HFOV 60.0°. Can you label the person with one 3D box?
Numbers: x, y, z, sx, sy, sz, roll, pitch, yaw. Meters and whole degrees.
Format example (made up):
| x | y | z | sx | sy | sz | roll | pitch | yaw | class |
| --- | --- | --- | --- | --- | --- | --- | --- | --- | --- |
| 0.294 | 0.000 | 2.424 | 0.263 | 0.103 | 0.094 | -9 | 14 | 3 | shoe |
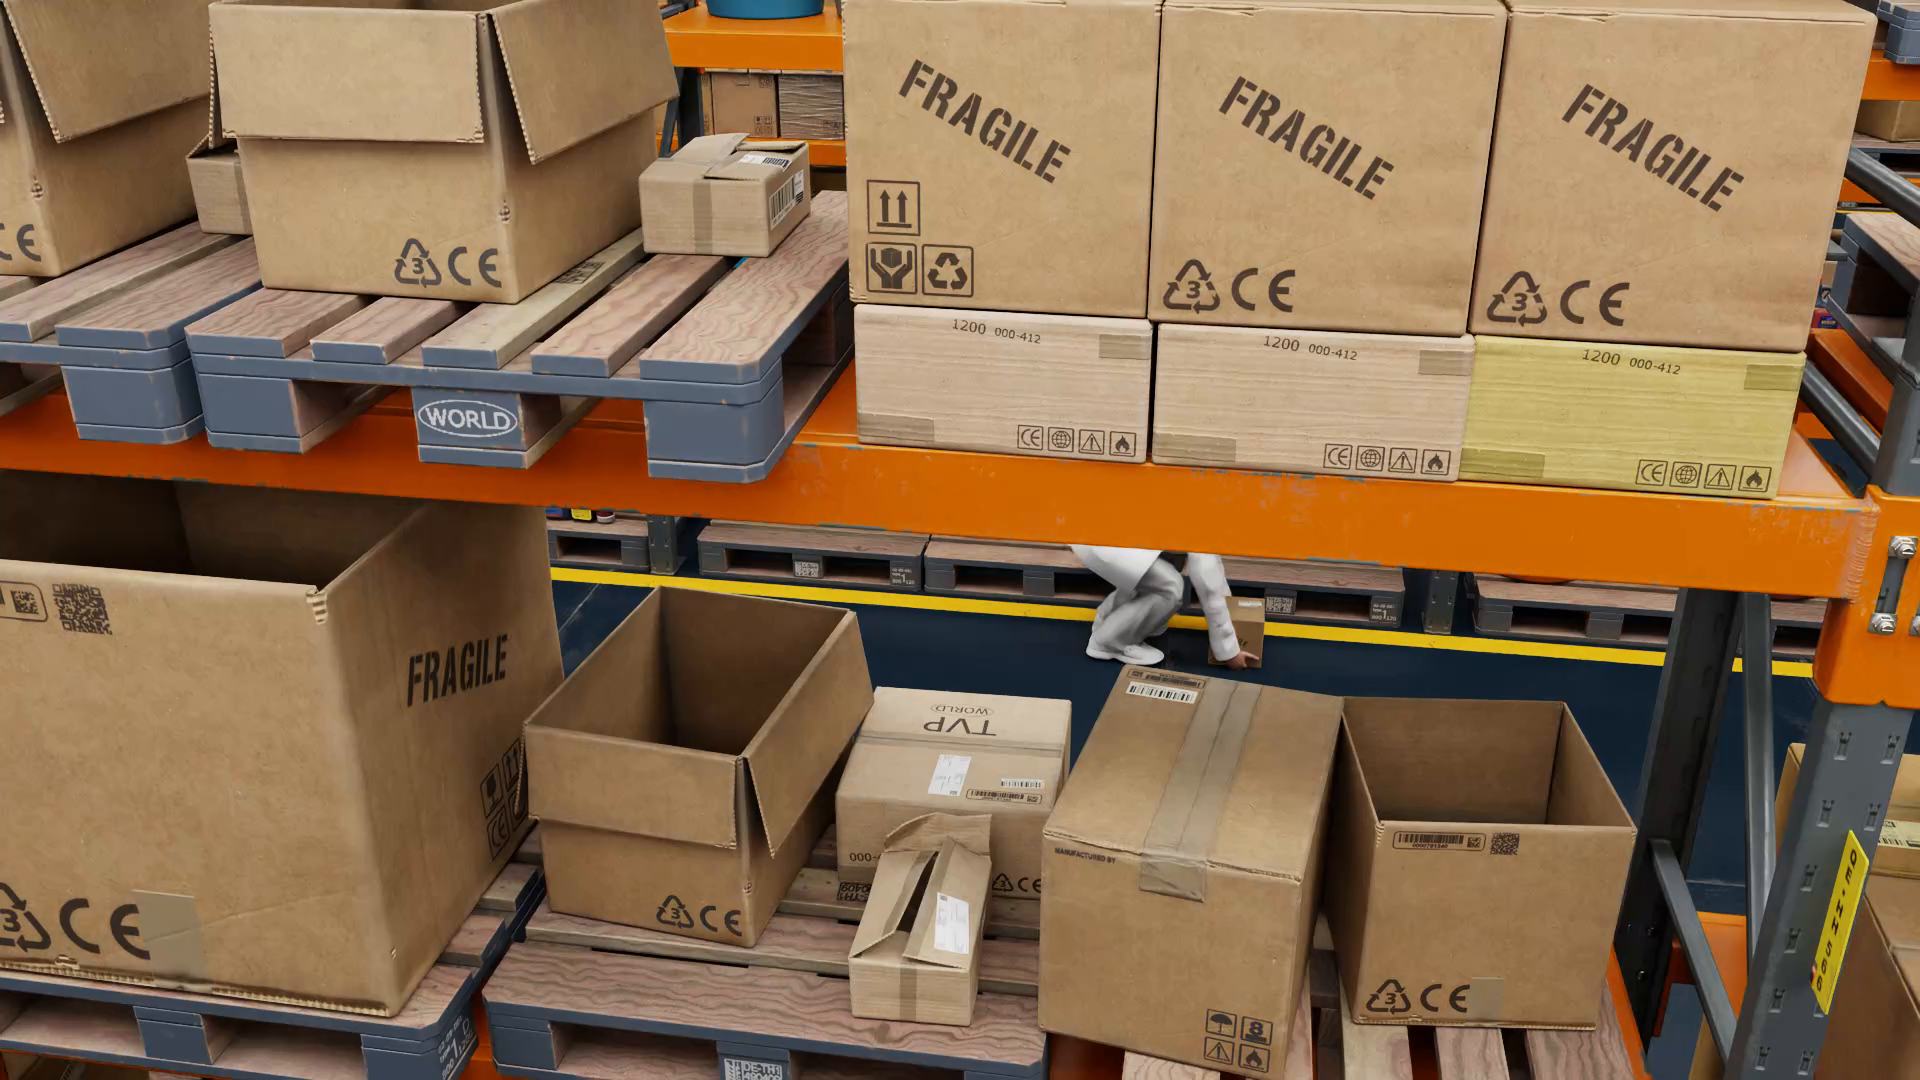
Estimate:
| x | y | z | sx | sy | sz | roll | pitch | yaw | class |
| --- | --- | --- | --- | --- | --- | --- | --- | --- | --- |
| 0.975 | 0.144 | 7.925 | 0.957 | 0.885 | 0.591 | 3 | 25 | 7 | person |
